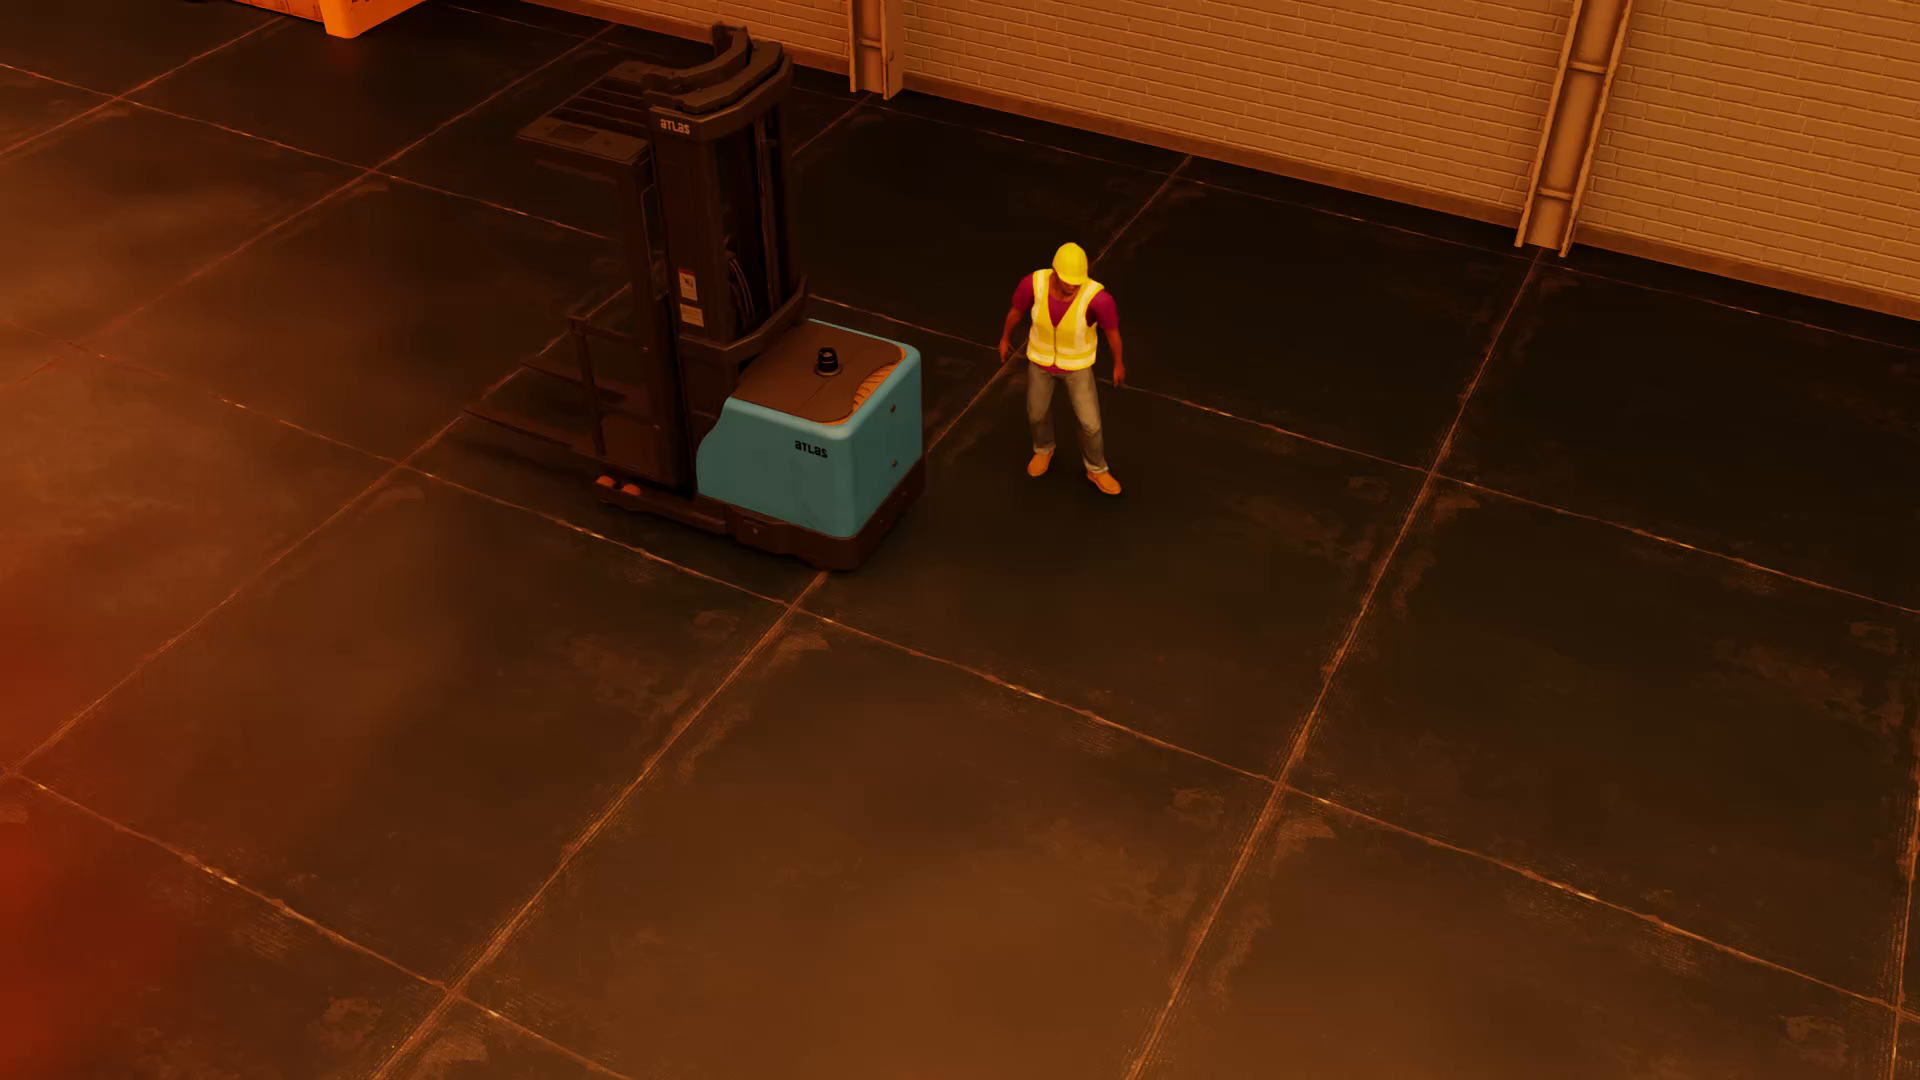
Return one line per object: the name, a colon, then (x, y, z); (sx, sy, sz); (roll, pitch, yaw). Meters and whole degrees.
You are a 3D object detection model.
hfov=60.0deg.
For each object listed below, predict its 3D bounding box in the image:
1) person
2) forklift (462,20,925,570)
person: (0.631, -1.088, 10.221); (0.889, 1.733, 0.468); (12, 42, 14)
forklift: (-1.776, -1.591, 9.876); (3.031, 2.935, 1.130); (17, 43, 20)
